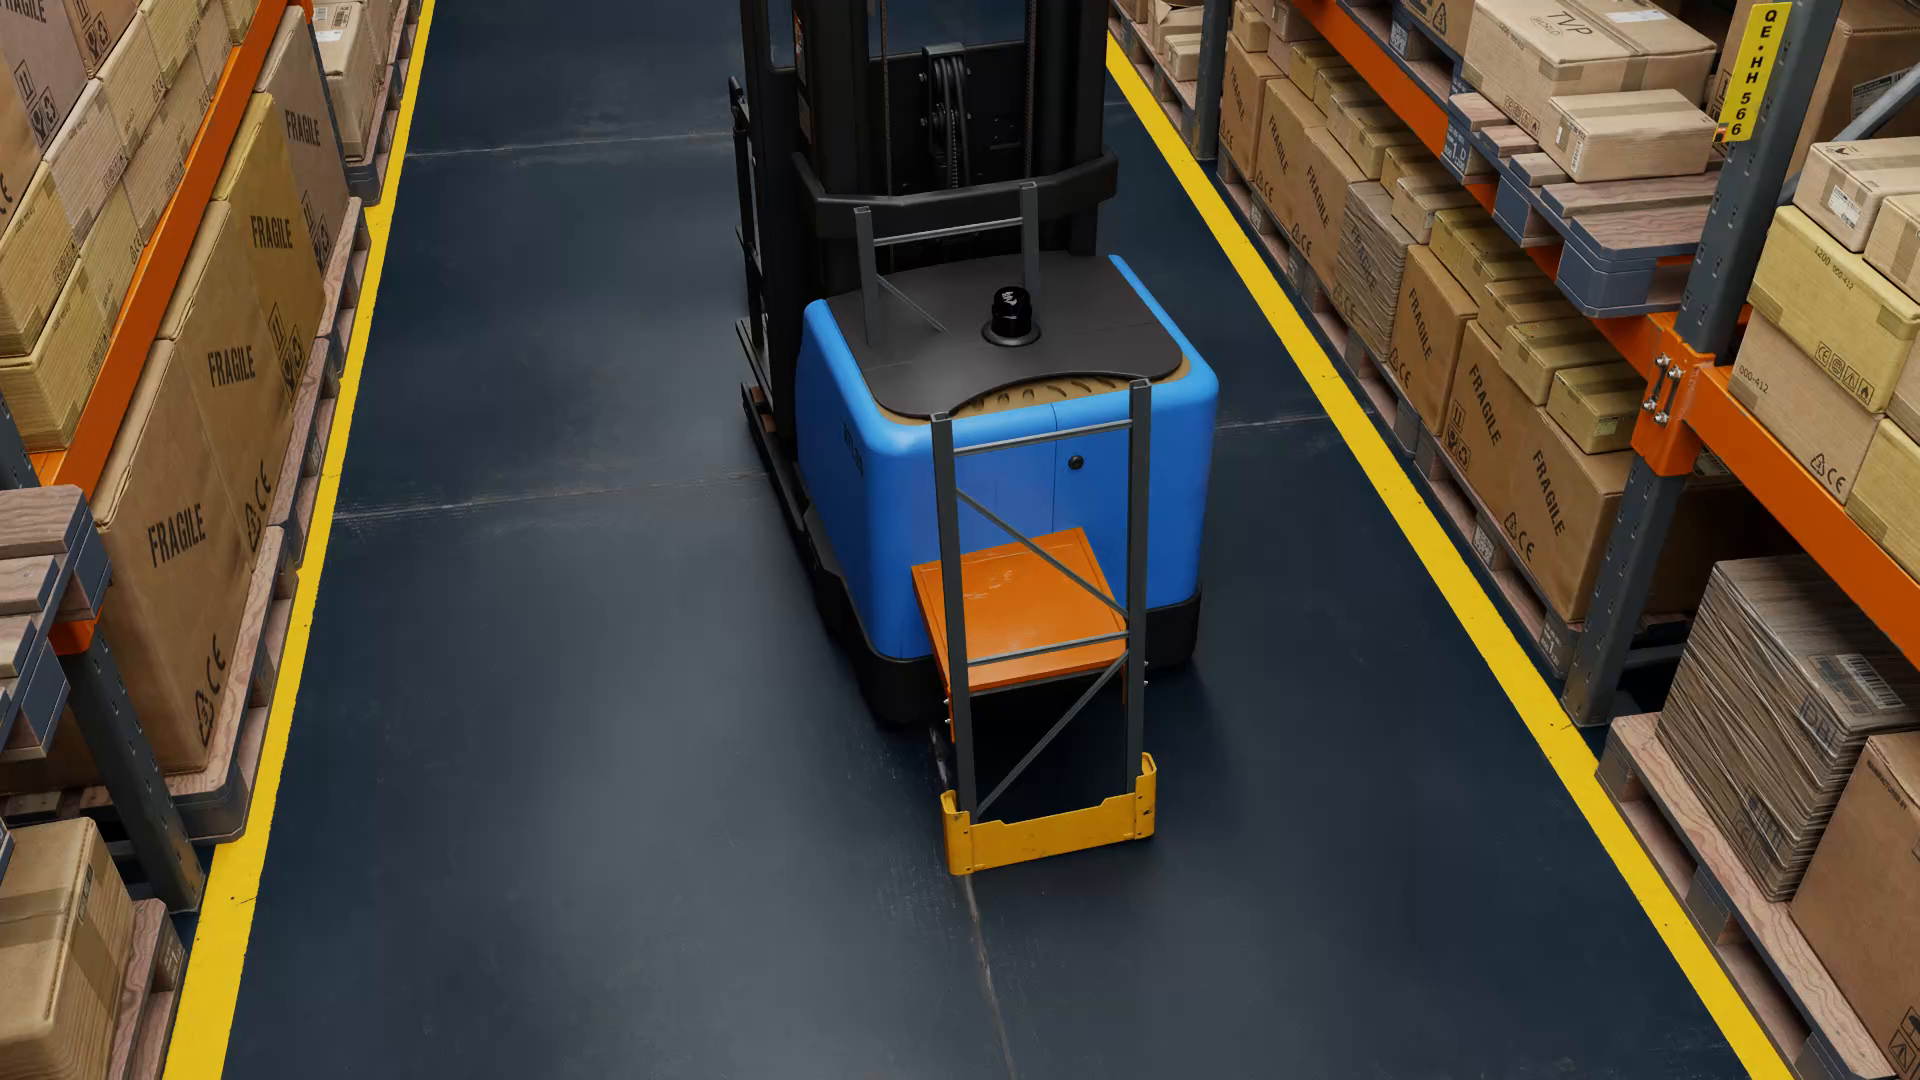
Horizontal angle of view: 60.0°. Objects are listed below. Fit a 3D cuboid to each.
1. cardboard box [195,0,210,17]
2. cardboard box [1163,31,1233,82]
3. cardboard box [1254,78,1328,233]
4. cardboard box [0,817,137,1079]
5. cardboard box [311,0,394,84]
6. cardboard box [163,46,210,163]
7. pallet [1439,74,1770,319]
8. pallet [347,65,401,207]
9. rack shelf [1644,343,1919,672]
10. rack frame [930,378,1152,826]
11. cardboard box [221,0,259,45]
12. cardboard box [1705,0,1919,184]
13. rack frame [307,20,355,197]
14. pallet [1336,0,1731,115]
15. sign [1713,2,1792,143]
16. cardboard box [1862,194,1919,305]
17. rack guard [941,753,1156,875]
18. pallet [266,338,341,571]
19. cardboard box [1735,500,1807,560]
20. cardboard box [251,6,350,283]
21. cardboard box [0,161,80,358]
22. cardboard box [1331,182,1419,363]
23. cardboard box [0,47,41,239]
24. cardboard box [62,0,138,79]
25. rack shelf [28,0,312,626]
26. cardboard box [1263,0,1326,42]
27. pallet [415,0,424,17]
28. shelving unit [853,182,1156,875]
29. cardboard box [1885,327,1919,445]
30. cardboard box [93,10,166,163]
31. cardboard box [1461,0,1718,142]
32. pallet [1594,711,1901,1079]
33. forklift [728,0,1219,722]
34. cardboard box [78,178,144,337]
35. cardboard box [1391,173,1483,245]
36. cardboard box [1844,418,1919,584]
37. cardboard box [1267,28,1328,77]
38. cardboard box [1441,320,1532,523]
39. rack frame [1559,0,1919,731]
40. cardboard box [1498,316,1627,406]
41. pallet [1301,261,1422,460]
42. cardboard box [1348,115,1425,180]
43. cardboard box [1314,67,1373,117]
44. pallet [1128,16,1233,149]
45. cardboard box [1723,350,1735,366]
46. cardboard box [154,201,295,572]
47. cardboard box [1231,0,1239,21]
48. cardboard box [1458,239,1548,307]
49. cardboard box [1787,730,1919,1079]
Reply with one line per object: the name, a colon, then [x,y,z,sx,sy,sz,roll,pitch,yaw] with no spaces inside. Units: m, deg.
cardboard box: [-2.737,-1.866,5.422,0.500,0.250,0.500,-5,38,-7]
cardboard box: [1.254,-2.462,8.456,0.380,0.149,0.250,-7,38,-9]
cardboard box: [1.607,-1.659,7.136,0.500,0.500,0.500,-7,38,-9]
cardboard box: [-2.455,1.049,3.754,0.950,0.372,0.625,-9,39,-11]
cardboard box: [-3.408,-2.667,8.484,0.875,0.438,0.875,-7,38,-9]
cardboard box: [-2.666,-1.352,5.168,0.500,0.250,0.500,-6,38,-8]
pallet: [2.154,-1.027,4.784,1.213,0.211,1.003,-6,38,-8]
pallet: [-3.302,-1.948,8.085,1.003,0.211,1.213,-6,38,-8]
rack shelf: [2.692,0.791,2.874,1.077,0.370,4.000,-6,38,-8]
rack frame: [0.219,0.275,4.153,0.500,1.500,0.032,-10,39,-8]
cardboard box: [-2.831,-1.970,5.964,0.500,0.250,0.500,-7,38,-9]
cardboard box: [2.405,-1.234,4.470,0.500,0.500,0.500,-5,38,-6]
rack frame: [-3.246,-2.581,6.627,1.000,3.000,0.127,-6,38,-8]
pallet: [1.996,-1.800,5.778,1.003,0.211,1.213,-6,38,-8]
sign: [1.809,-1.063,3.794,0.100,0.325,0.005,-6,38,-8]
cardboard box: [2.156,-0.612,3.482,0.380,0.149,0.250,-5,38,-7]
rack guard: [0.246,0.751,4.557,0.587,0.250,0.087,-10,39,-8]
pallet: [-2.819,-0.284,5.943,1.003,0.211,1.213,-6,38,-8]
cardboard box: [2.544,-0.165,5.212,0.500,0.500,0.500,-5,38,-6]
cardboard box: [-3.058,-1.542,6.680,0.875,0.875,0.875,-5,38,-7]
cardboard box: [-2.390,-0.636,3.838,0.500,0.250,0.500,-6,38,-8]
cardboard box: [1.775,-1.043,6.343,0.500,0.500,0.500,-8,38,-10]
cardboard box: [-2.390,-0.924,3.598,0.500,0.500,0.500,-7,38,-9]
cardboard box: [-2.562,-1.536,4.386,0.500,0.500,0.500,-5,38,-7]
rack shelf: [-2.895,-1.089,5.293,1.077,0.370,4.000,-6,38,-8]
cardboard box: [1.534,-2.273,7.154,0.380,0.149,0.250,-8,39,-10]
pallet: [-3.730,-3.421,9.982,1.003,0.211,1.213,-6,38,-8]
shelving unit: [0.107,-0.036,4.551,0.587,1.500,1.083,-10,39,-8]
cardboard box: [2.266,-0.243,3.332,0.500,0.250,0.500,-5,38,-7]
cardboard box: [-2.555,-1.251,4.630,0.500,0.250,0.500,-6,38,-8]
cardboard box: [1.838,-1.410,4.900,0.500,0.250,0.500,-8,39,-10]
pallet: [2.448,0.901,4.418,1.003,0.211,1.213,-6,38,-8]
forklift: [-0.187,-1.526,5.325,1.130,2.935,3.031,-11,39,-14]
cardboard box: [-2.490,-0.737,4.376,0.500,0.250,0.500,-7,38,-9]
cardboard box: [1.801,-1.211,6.030,0.380,0.149,0.250,-8,39,-10]
cardboard box: [2.262,-0.043,3.483,0.500,0.250,0.500,-7,38,-9]
cardboard box: [1.566,-2.148,7.236,0.380,0.149,0.250,-7,38,-9]
cardboard box: [1.978,-0.416,5.535,0.500,0.500,0.500,-7,38,-9]
rack frame: [2.342,-0.701,4.208,1.000,3.000,0.127,-6,38,-8]
cardboard box: [1.927,-0.569,5.204,0.380,0.149,0.250,-8,39,-10]
pallet: [2.037,-0.790,6.595,1.003,0.211,1.213,-6,38,-8]
cardboard box: [1.732,-1.525,6.434,0.380,0.149,0.250,-5,38,-6]
cardboard box: [1.684,-1.830,6.827,0.380,0.149,0.250,-7,38,-9]
pallet: [1.521,-2.431,8.707,1.003,0.211,1.213,-6,38,-8]
cardboard box: [2.557,-0.485,5.095,0.380,0.149,0.250,-4,38,-6]
cardboard box: [-2.736,-0.457,5.283,0.875,0.875,0.875,-6,38,-7]
cardboard box: [1.681,-2.844,8.947,0.380,0.149,0.250,-7,38,-9]
cardboard box: [1.923,-0.897,5.626,0.380,0.149,0.250,-5,38,-7]
cardboard box: [2.560,0.843,3.814,0.875,0.625,0.625,-5,38,-6]
